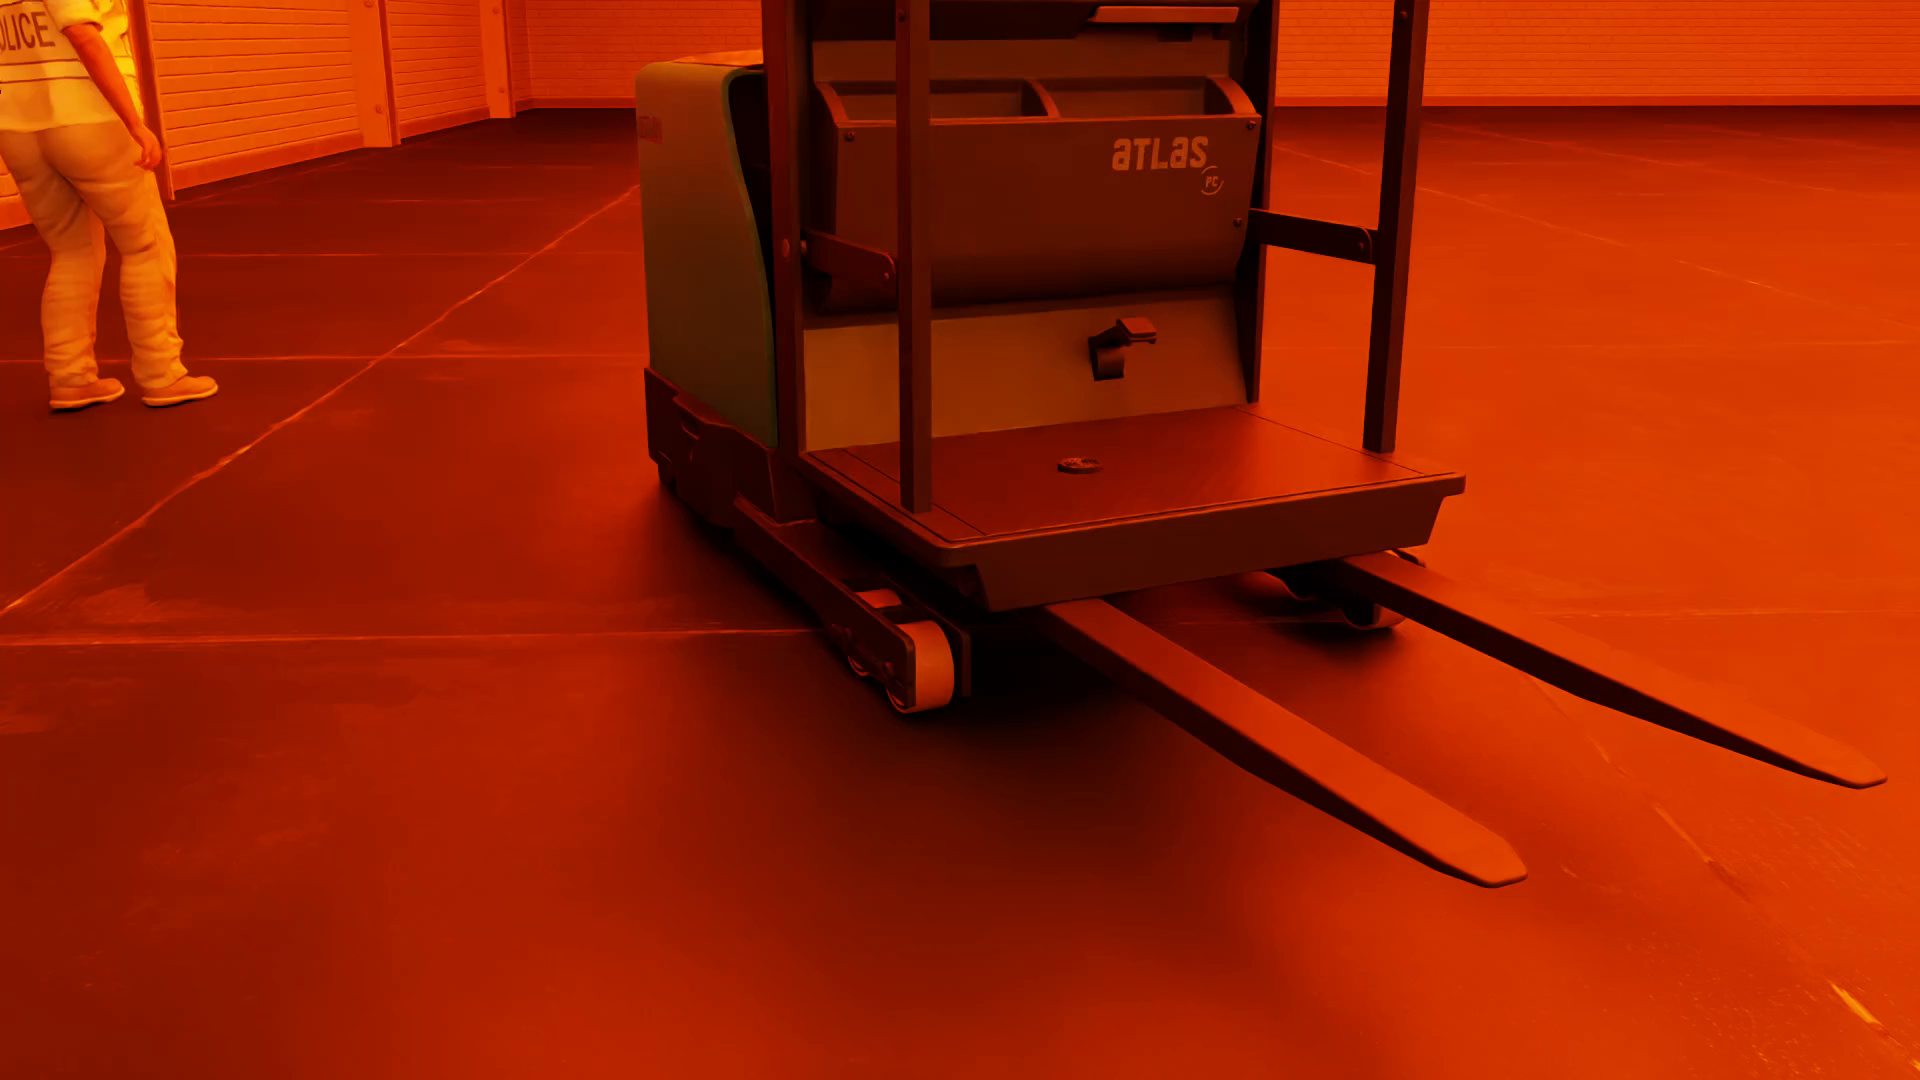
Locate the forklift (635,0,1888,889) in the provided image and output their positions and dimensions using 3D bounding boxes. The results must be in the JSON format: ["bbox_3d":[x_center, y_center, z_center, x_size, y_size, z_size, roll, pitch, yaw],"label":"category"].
[{"bbox_3d":[0.258,-1.240,2.962,1.130,2.935,3.031,-8,19,-24],"label":"forklift"}]

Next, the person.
[{"bbox_3d":[-2.703,-1.239,5.141,0.643,1.659,0.470,6,18,19],"label":"person"}]
